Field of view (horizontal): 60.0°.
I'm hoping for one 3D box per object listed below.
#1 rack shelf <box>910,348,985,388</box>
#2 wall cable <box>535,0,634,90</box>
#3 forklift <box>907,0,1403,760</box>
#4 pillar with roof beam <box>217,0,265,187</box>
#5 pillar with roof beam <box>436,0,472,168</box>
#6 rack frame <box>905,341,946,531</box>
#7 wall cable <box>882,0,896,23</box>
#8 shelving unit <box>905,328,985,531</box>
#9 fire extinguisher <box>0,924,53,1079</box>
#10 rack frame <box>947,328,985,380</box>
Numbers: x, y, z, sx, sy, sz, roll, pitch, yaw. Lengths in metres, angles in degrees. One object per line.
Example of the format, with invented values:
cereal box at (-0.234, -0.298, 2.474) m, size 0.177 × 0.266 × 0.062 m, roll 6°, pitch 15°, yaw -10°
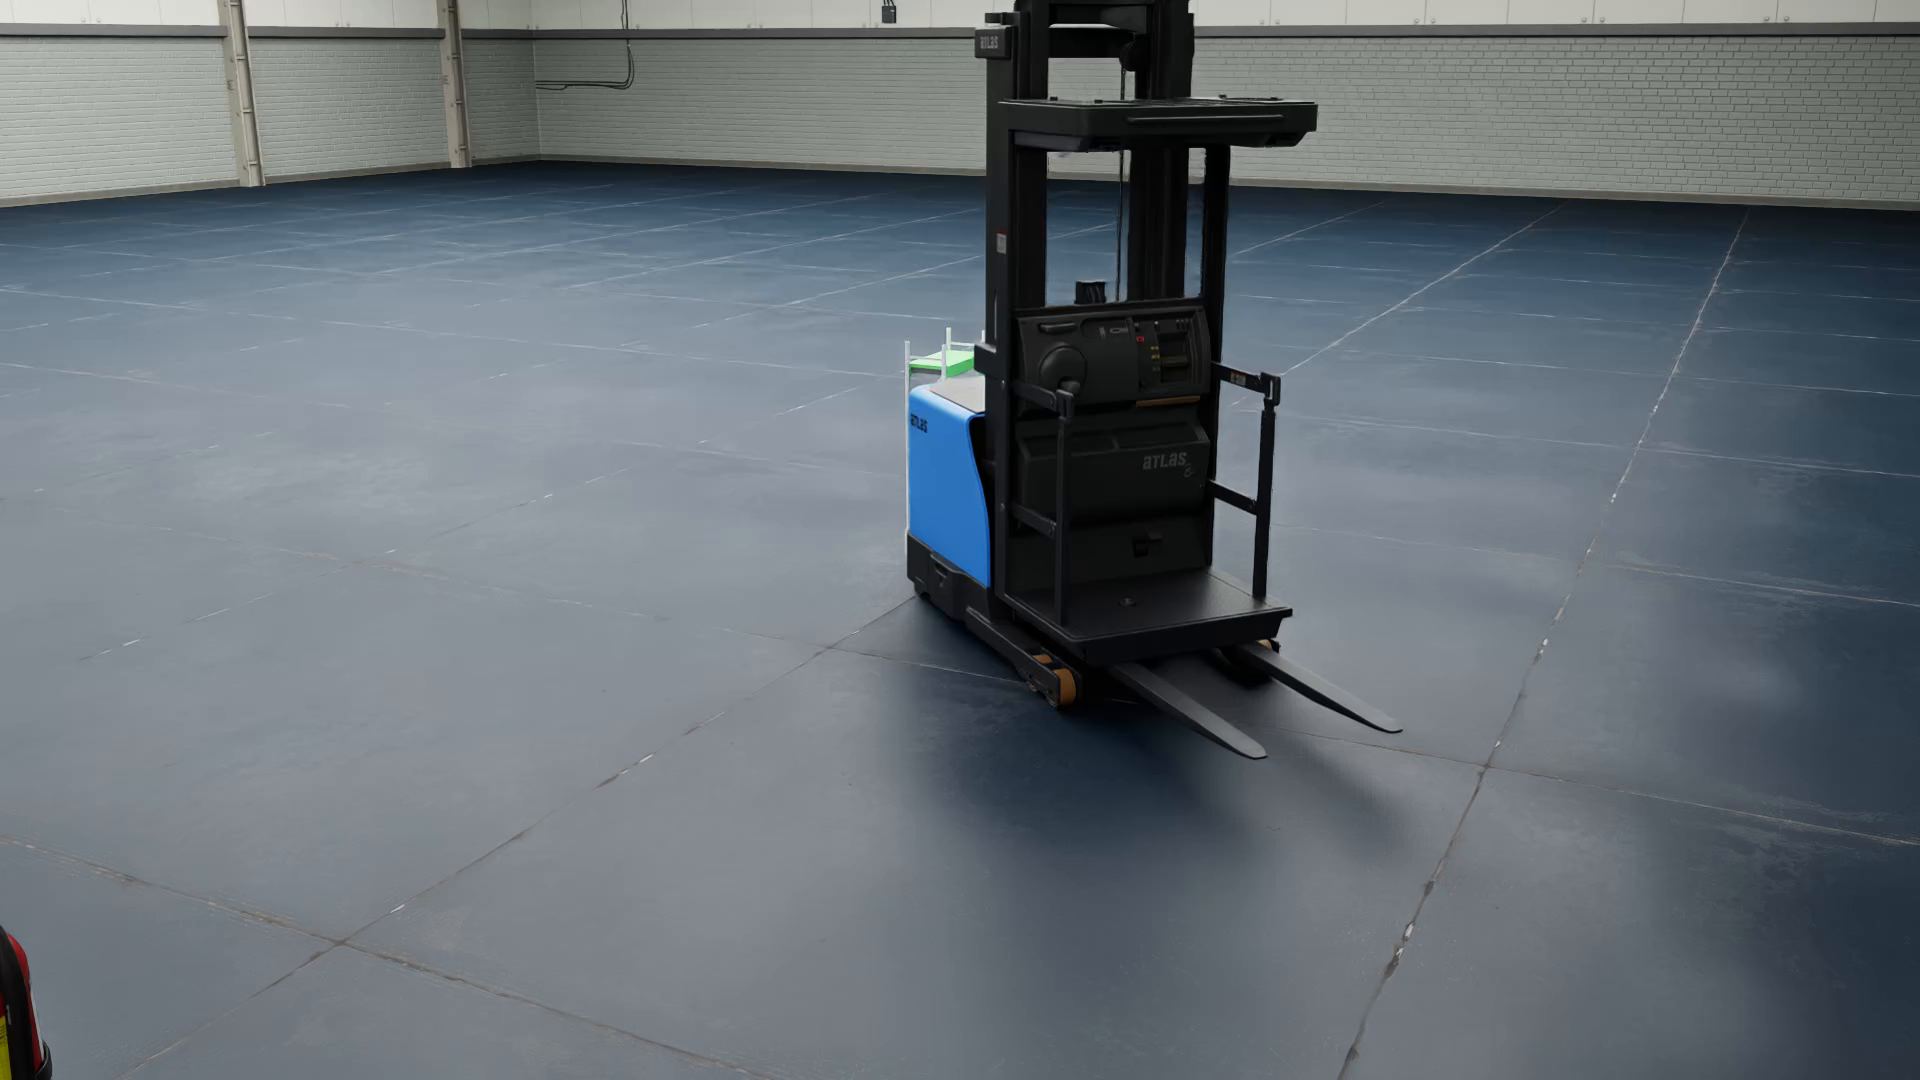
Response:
rack shelf at (-0.074, -0.932, 9.093) m, size 0.258 × 0.148 × 0.480 m, roll 8°, pitch 18°, yaw 25°
wall cable at (-9.143, -12.106, 39.931) m, size 3.097 × 2.526 × 0.112 m, roll 8°, pitch 18°, yaw 25°
forklift at (0.776, -0.827, 7.162) m, size 1.130 × 2.935 × 3.031 m, roll -7°, pitch 18°, yaw -22°
pillar with roof beam at (-10.473, -10.936, 30.539) m, size 9.100 × 9.000 × 0.400 m, roll 8°, pitch 18°, yaw 25°
pillar with roof beam at (-7.791, -12.464, 35.685) m, size 9.100 × 9.000 × 0.400 m, roll 8°, pitch 18°, yaw 25°
rack frame at (-0.183, -0.471, 9.002) m, size 0.240 × 1.200 × 0.015 m, roll 8°, pitch 18°, yaw 25°
wall cable at (-0.658, -14.013, 34.924) m, size 2.305 × 6.003 × 0.169 m, roll 8°, pitch 18°, yaw 25°
shelving unit at (-0.074, -0.533, 9.212) m, size 0.258 × 1.200 × 0.503 m, roll 8°, pitch 18°, yaw 25°
fire extinguisher at (-1.294, 0.661, 2.165) m, size 0.296 × 0.674 × 0.183 m, roll 8°, pitch 18°, yaw 25°
rack frame at (0.035, -0.595, 9.421) m, size 0.240 × 1.200 × 0.015 m, roll 8°, pitch 18°, yaw 25°
